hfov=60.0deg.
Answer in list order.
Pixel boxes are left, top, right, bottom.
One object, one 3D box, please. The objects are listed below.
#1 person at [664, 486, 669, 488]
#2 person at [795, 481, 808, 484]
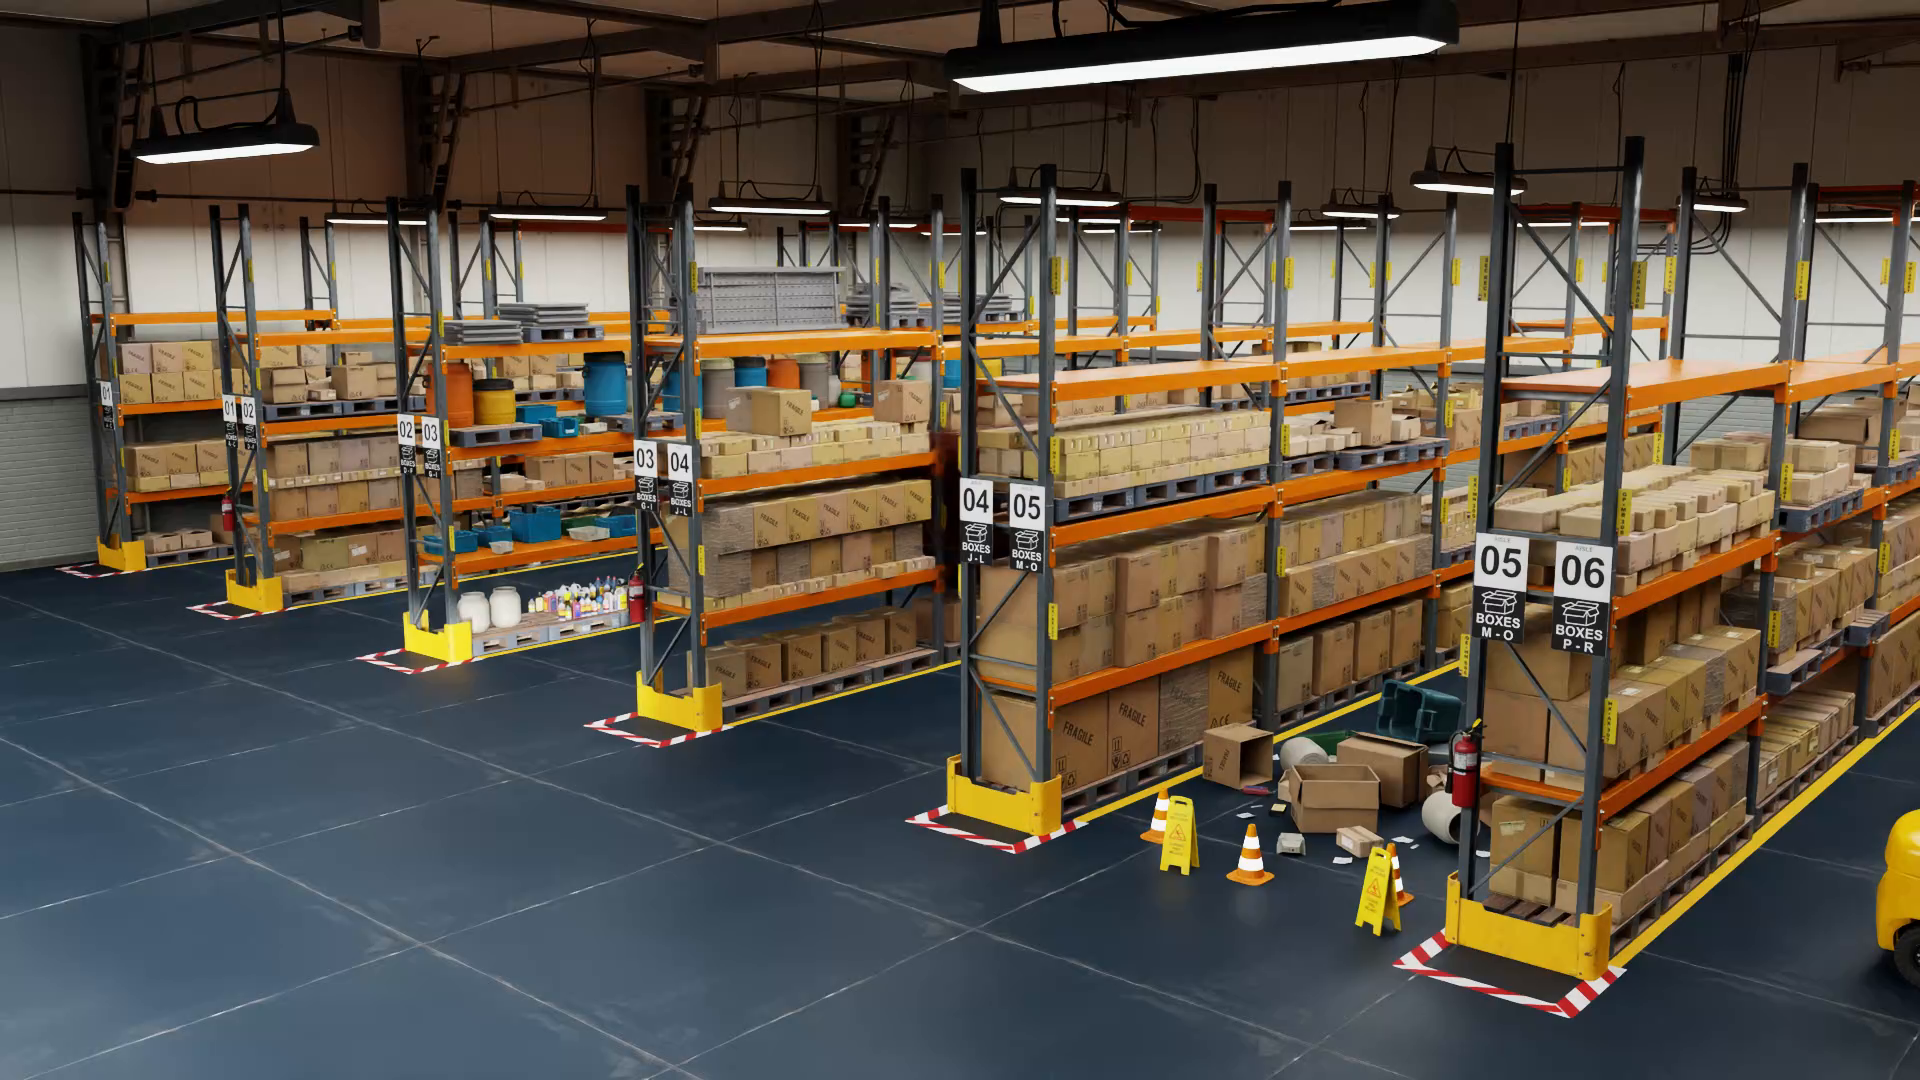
[{"bbox_3d":[-4.904,-0.504,29.259,0.661,1.673,0.609,8,12,40],"label":"person"},{"bbox_3d":[-2.452,-0.095,24.844,0.456,1.726,0.557,-6,11,-33],"label":"person"}]
